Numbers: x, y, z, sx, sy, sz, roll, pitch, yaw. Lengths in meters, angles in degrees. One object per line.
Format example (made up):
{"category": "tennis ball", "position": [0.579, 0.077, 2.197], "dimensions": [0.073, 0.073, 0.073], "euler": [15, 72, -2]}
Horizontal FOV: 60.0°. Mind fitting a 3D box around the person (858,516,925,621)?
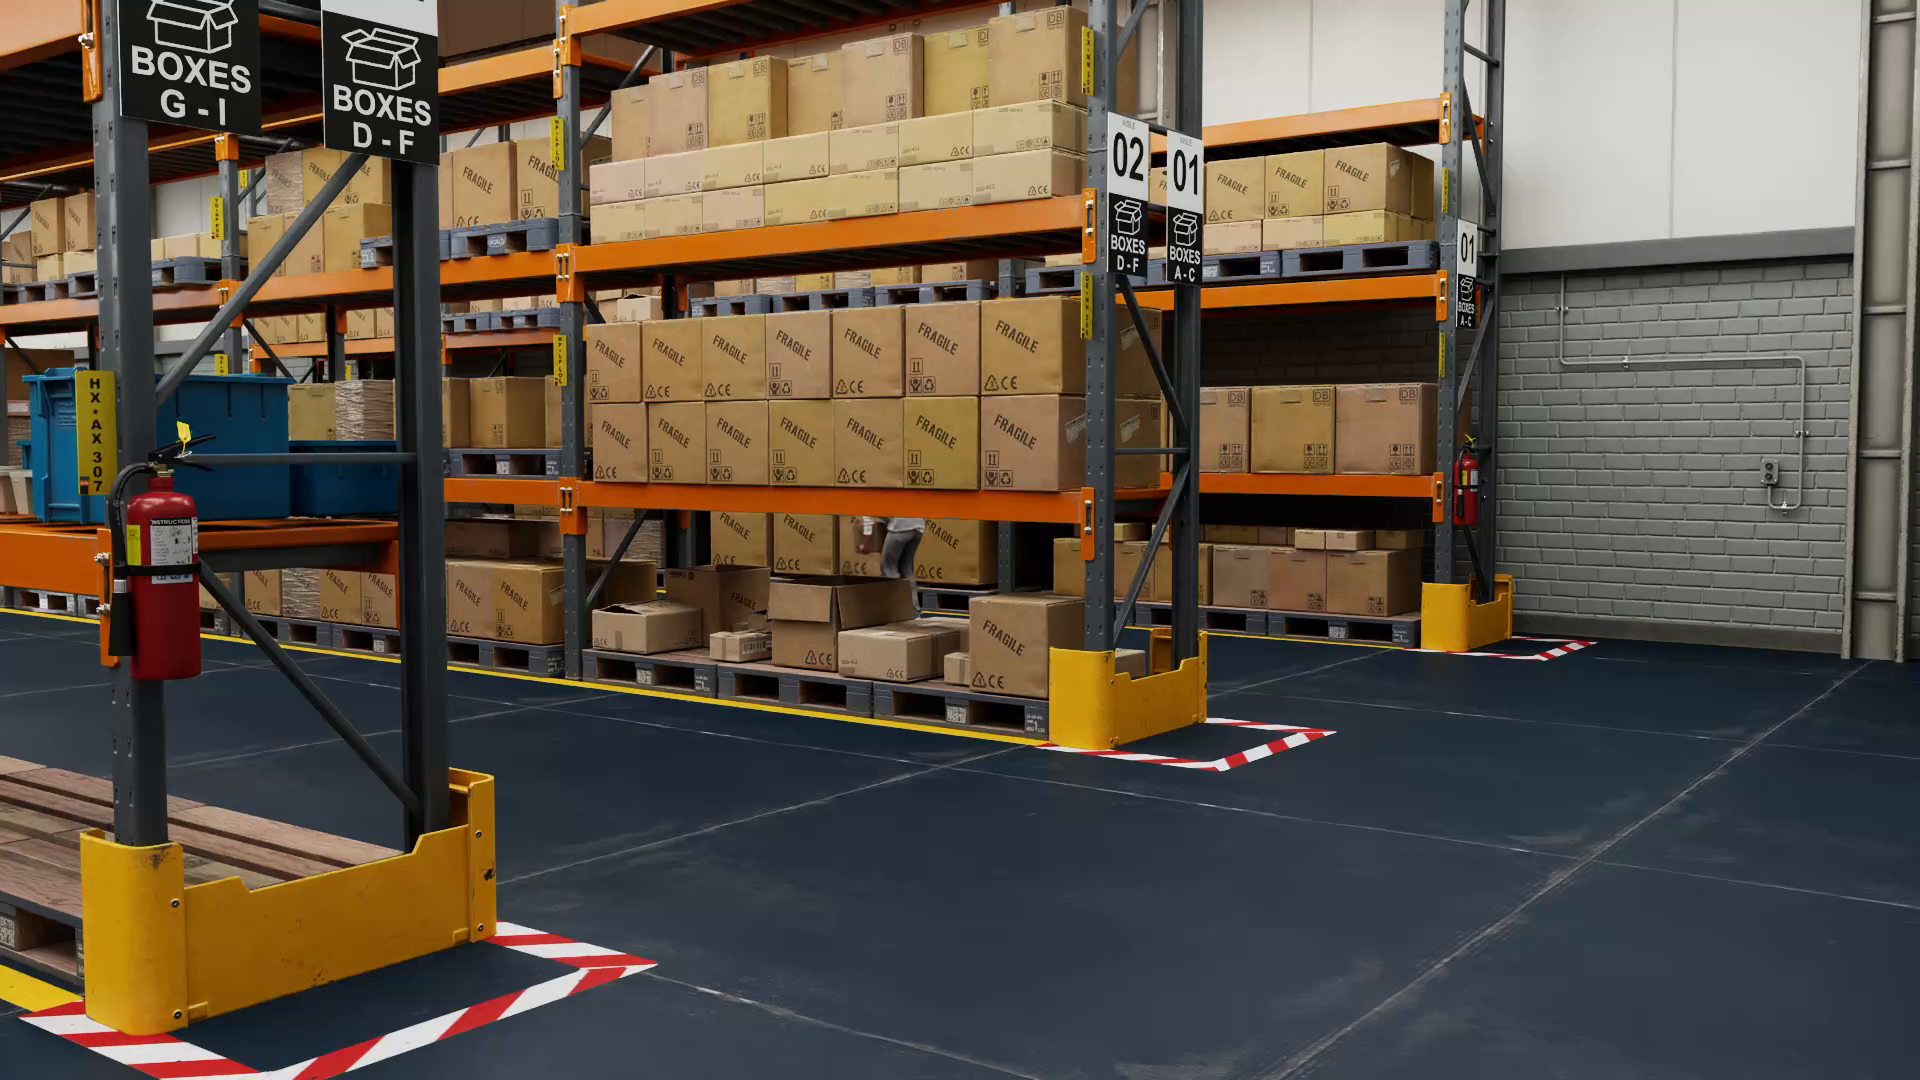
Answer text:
{"category": "person", "position": [-0.621, 0.013, 14.308], "dimensions": [0.690, 1.409, 0.376], "euler": [2, 4, 36]}
